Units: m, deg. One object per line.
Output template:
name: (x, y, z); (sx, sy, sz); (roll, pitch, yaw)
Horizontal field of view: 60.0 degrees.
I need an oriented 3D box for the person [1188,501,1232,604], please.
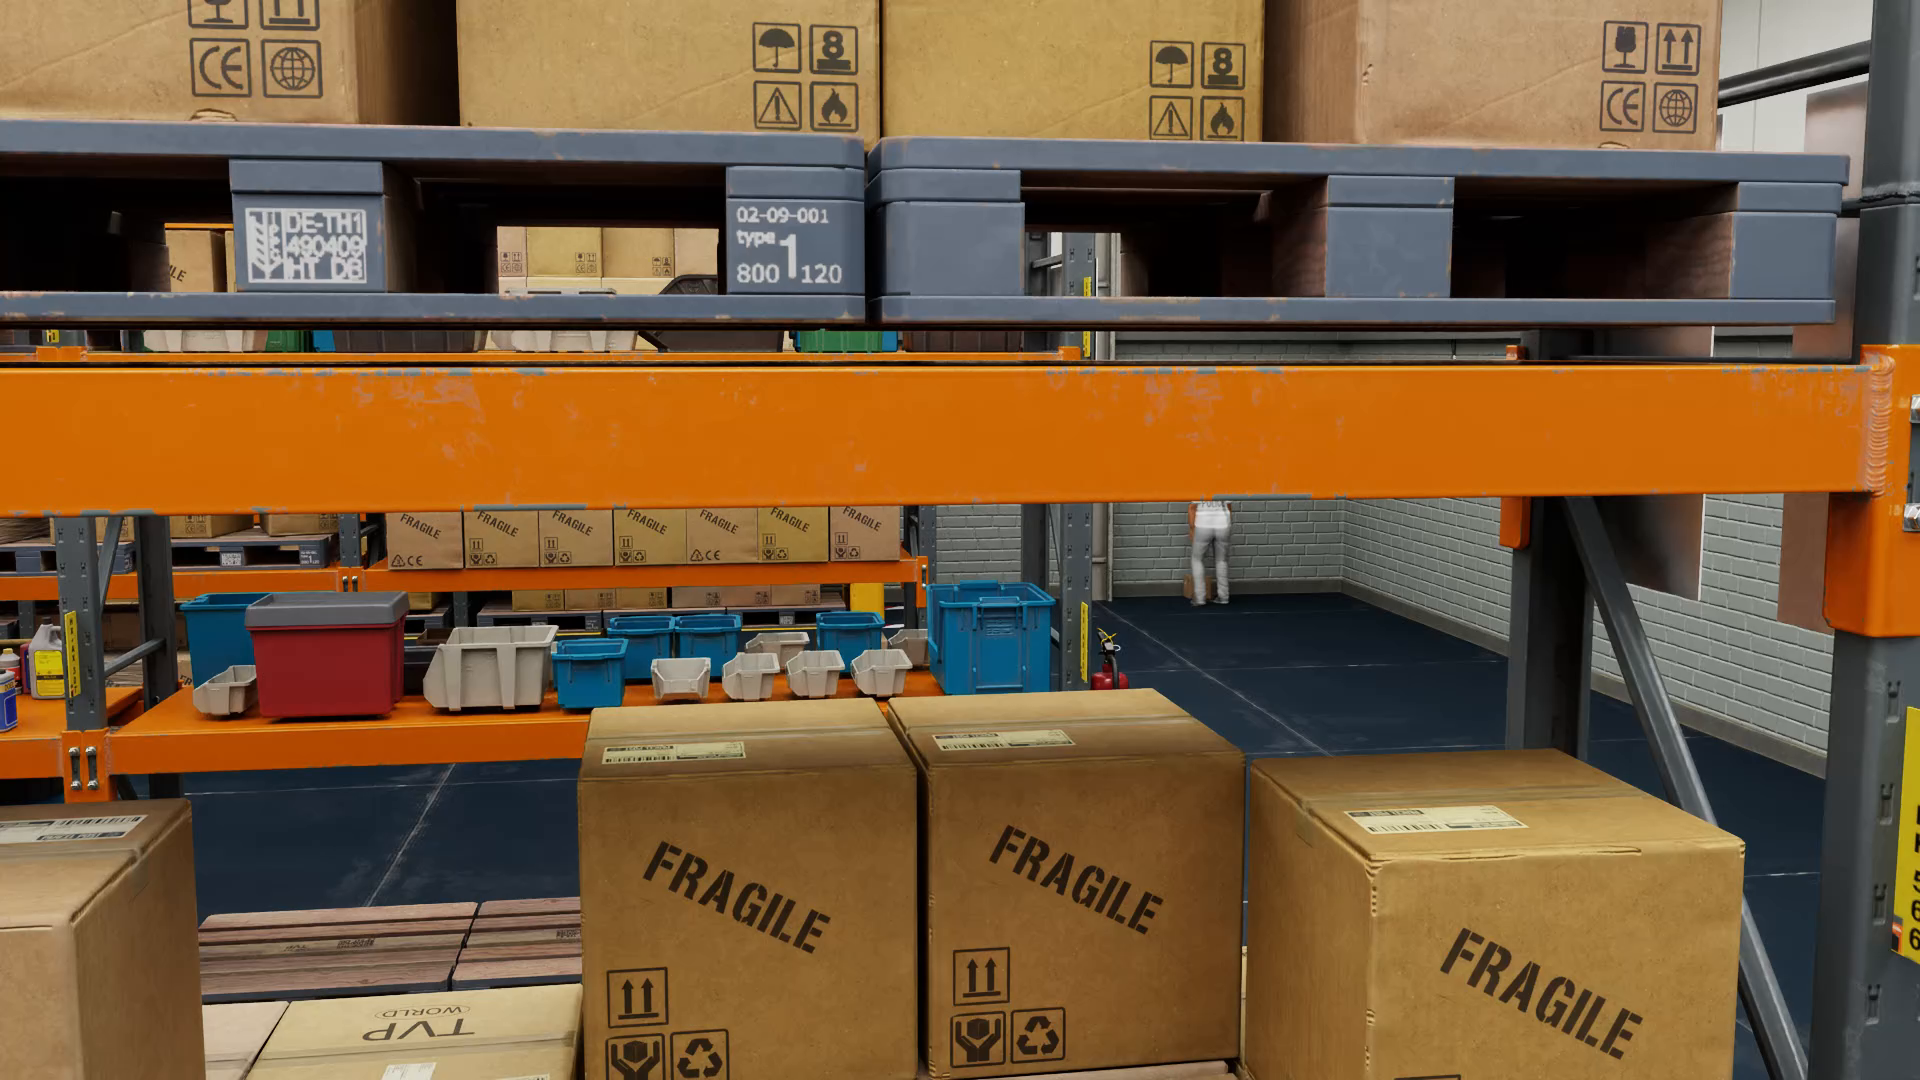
person: (2.749, -0.100, 18.353); (0.483, 1.645, 0.428); (-1, 7, -7)
